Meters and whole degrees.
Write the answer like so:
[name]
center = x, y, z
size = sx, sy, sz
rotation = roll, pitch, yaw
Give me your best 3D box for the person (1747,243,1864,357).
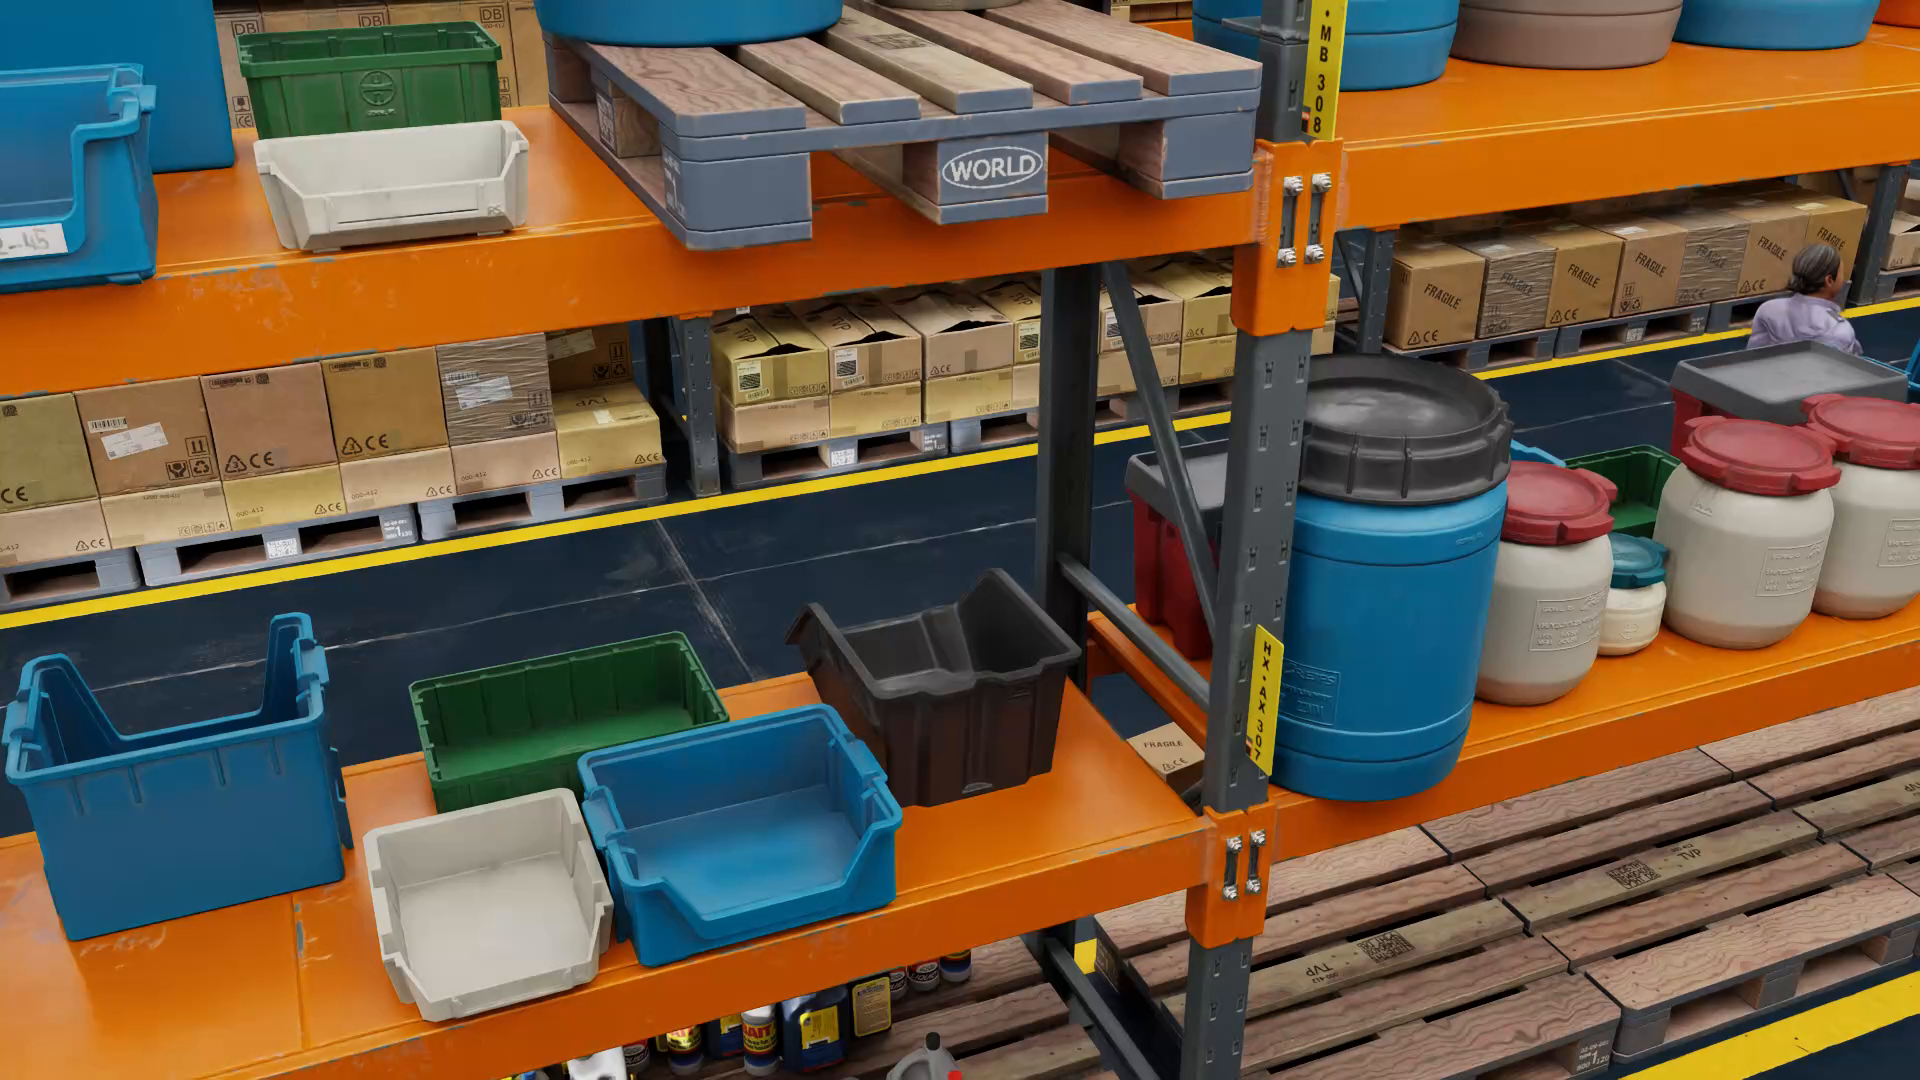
[person]
center = 3.482, -0.450, 7.025
size = 0.723, 1.615, 0.481
rotation = -10, 28, -20
